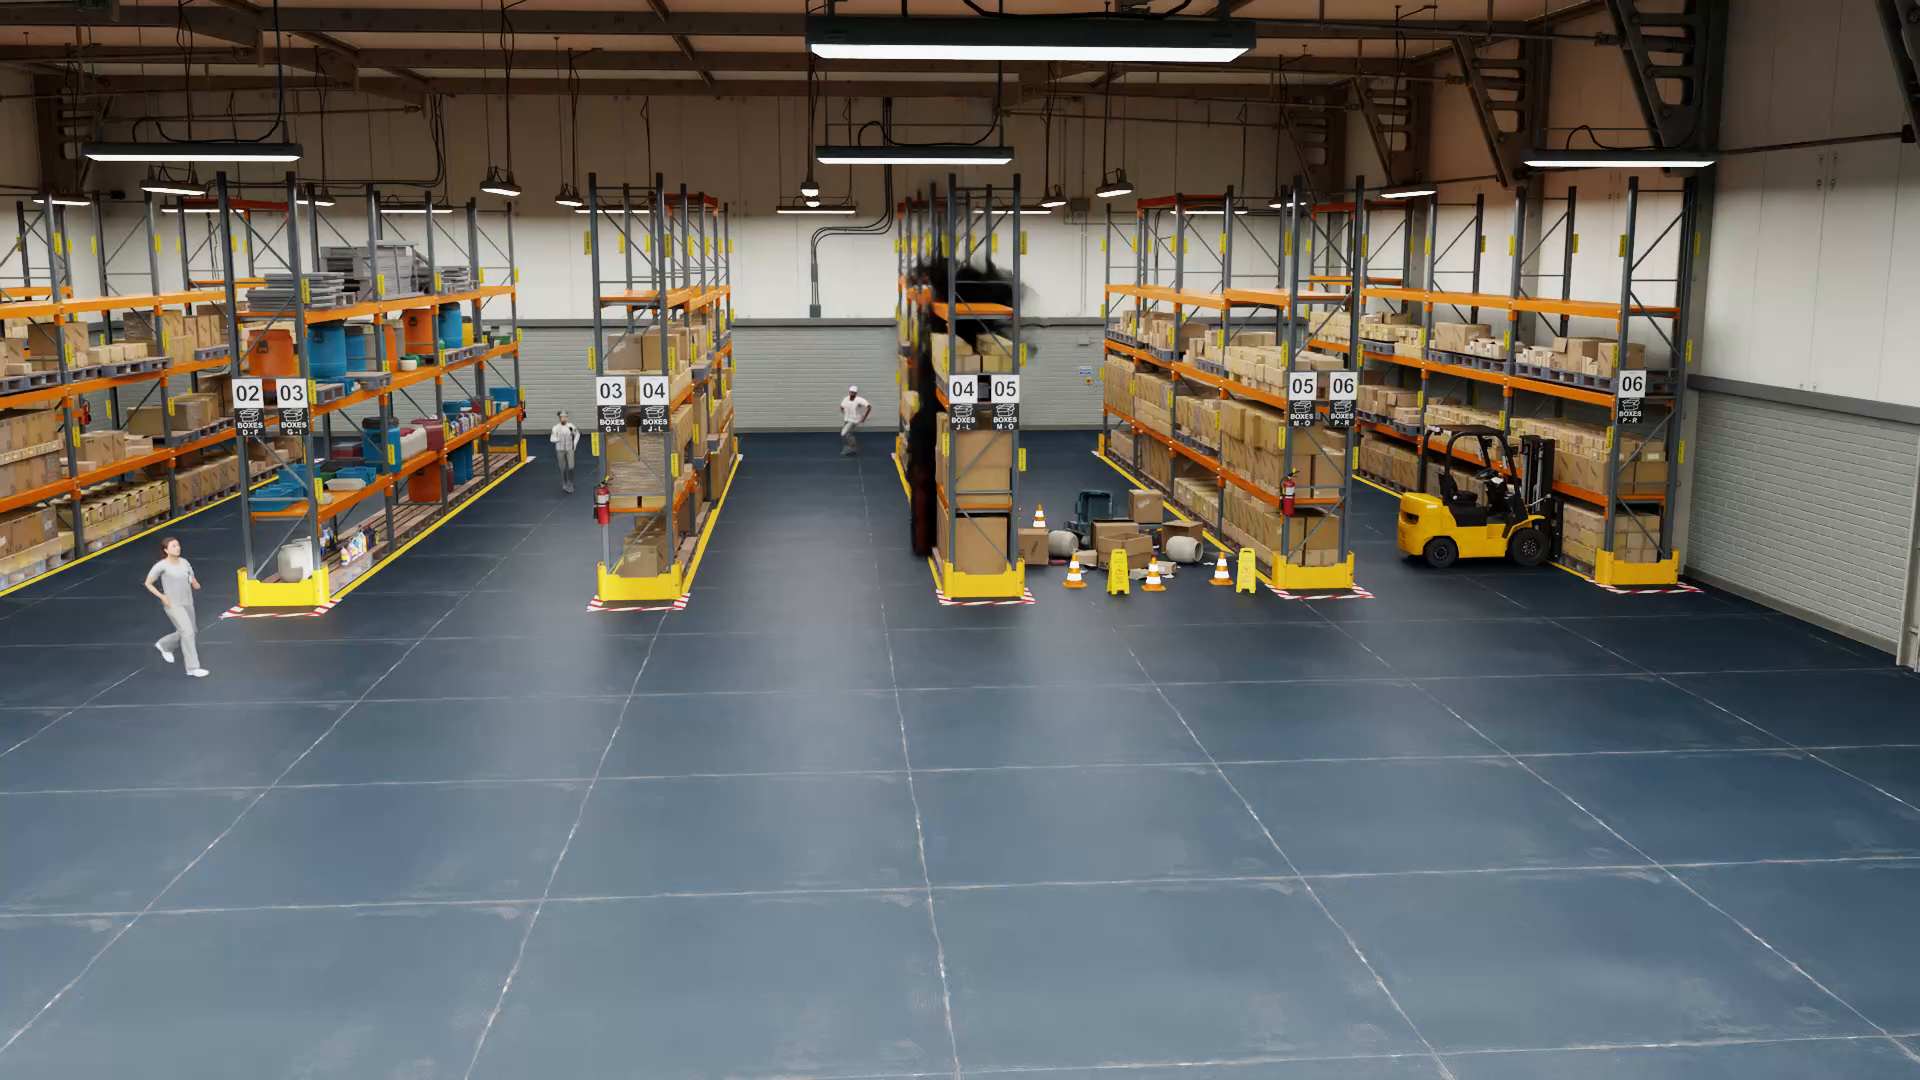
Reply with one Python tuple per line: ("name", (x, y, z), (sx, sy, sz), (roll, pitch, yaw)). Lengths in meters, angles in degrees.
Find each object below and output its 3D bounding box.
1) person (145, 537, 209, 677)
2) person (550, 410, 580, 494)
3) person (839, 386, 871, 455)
("person", (-9.236, 0.772, 19.582), (0.867, 1.641, 0.577), (4, 11, 23))
("person", (-8.079, -1.803, 34.081), (0.595, 1.719, 0.657), (-2, 10, -13))
("person", (-2.604, -2.883, 40.261), (0.818, 1.717, 0.709), (9, 13, 42))
